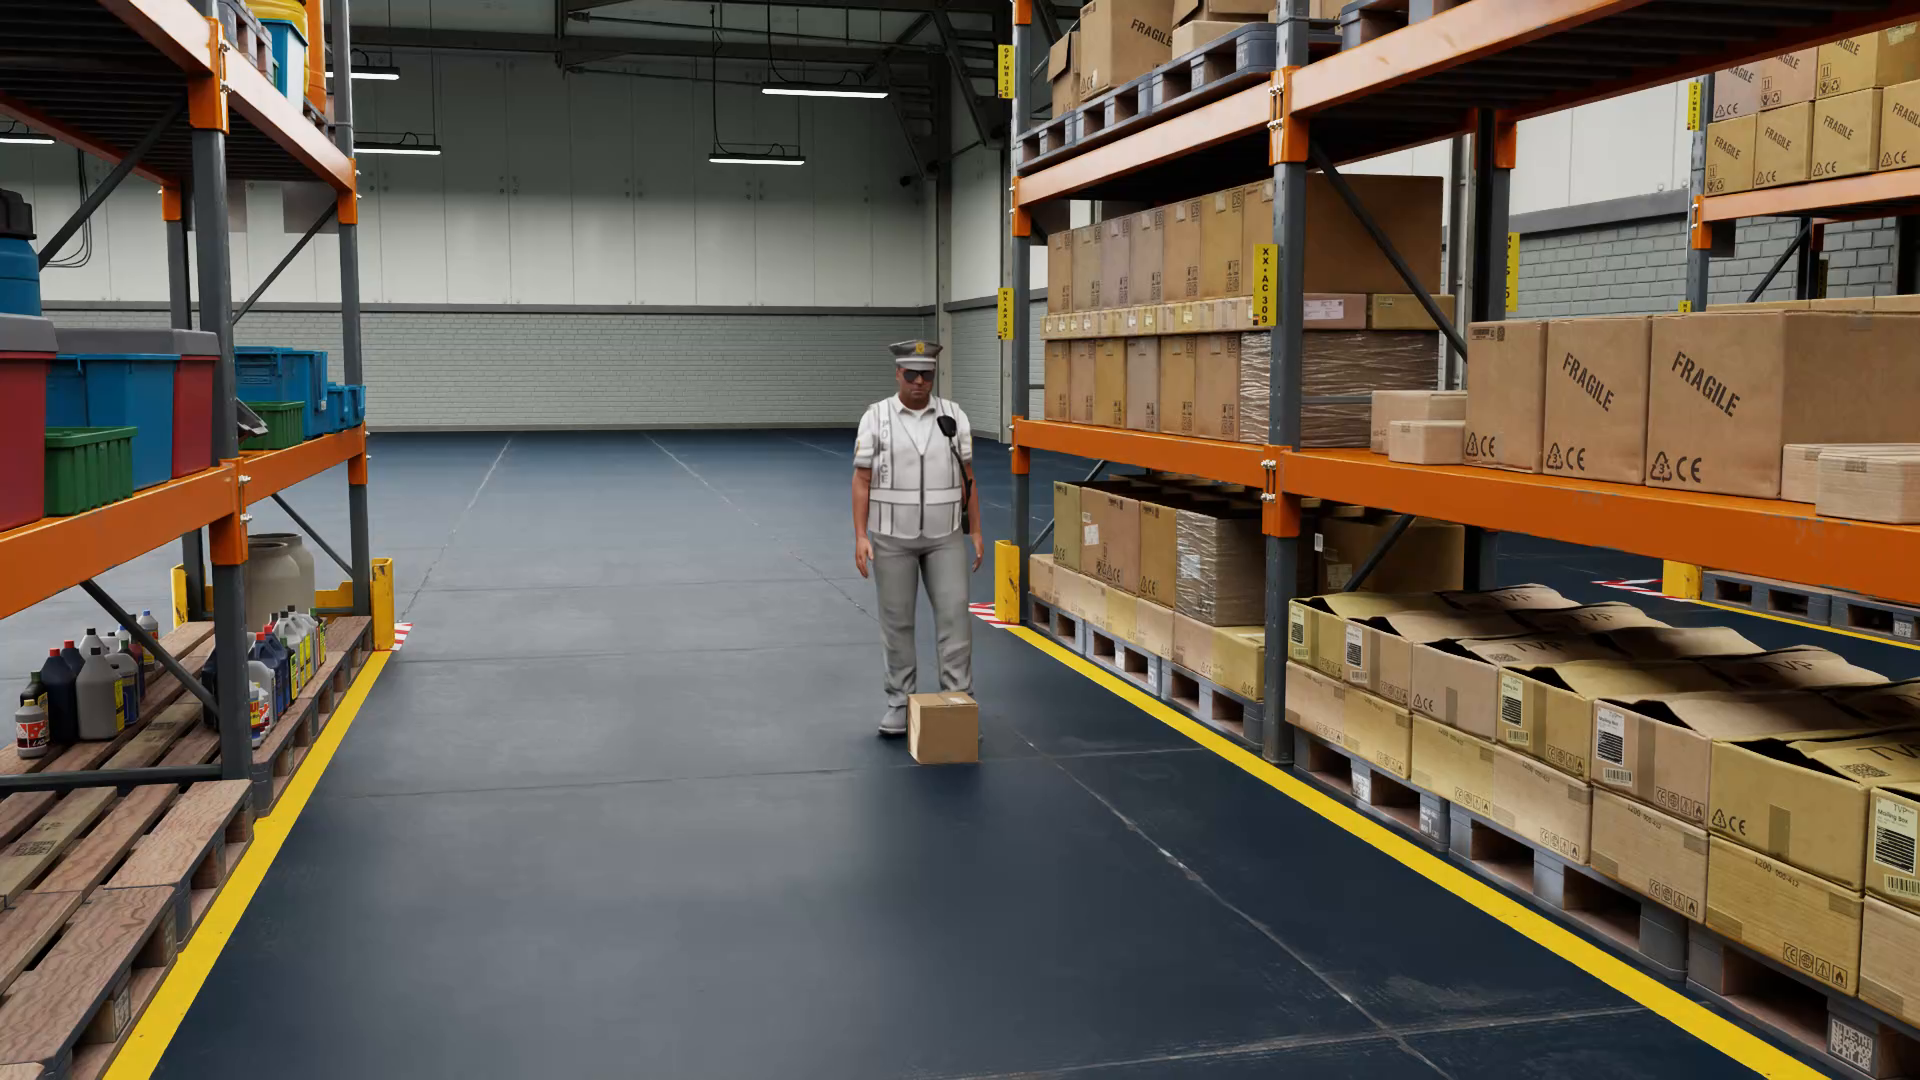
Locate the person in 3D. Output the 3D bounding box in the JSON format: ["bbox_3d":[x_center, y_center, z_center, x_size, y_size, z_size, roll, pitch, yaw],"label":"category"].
[{"bbox_3d":[-0.161,-0.001,7.322,0.599,1.747,0.643,-1,6,-8],"label":"person"}]
